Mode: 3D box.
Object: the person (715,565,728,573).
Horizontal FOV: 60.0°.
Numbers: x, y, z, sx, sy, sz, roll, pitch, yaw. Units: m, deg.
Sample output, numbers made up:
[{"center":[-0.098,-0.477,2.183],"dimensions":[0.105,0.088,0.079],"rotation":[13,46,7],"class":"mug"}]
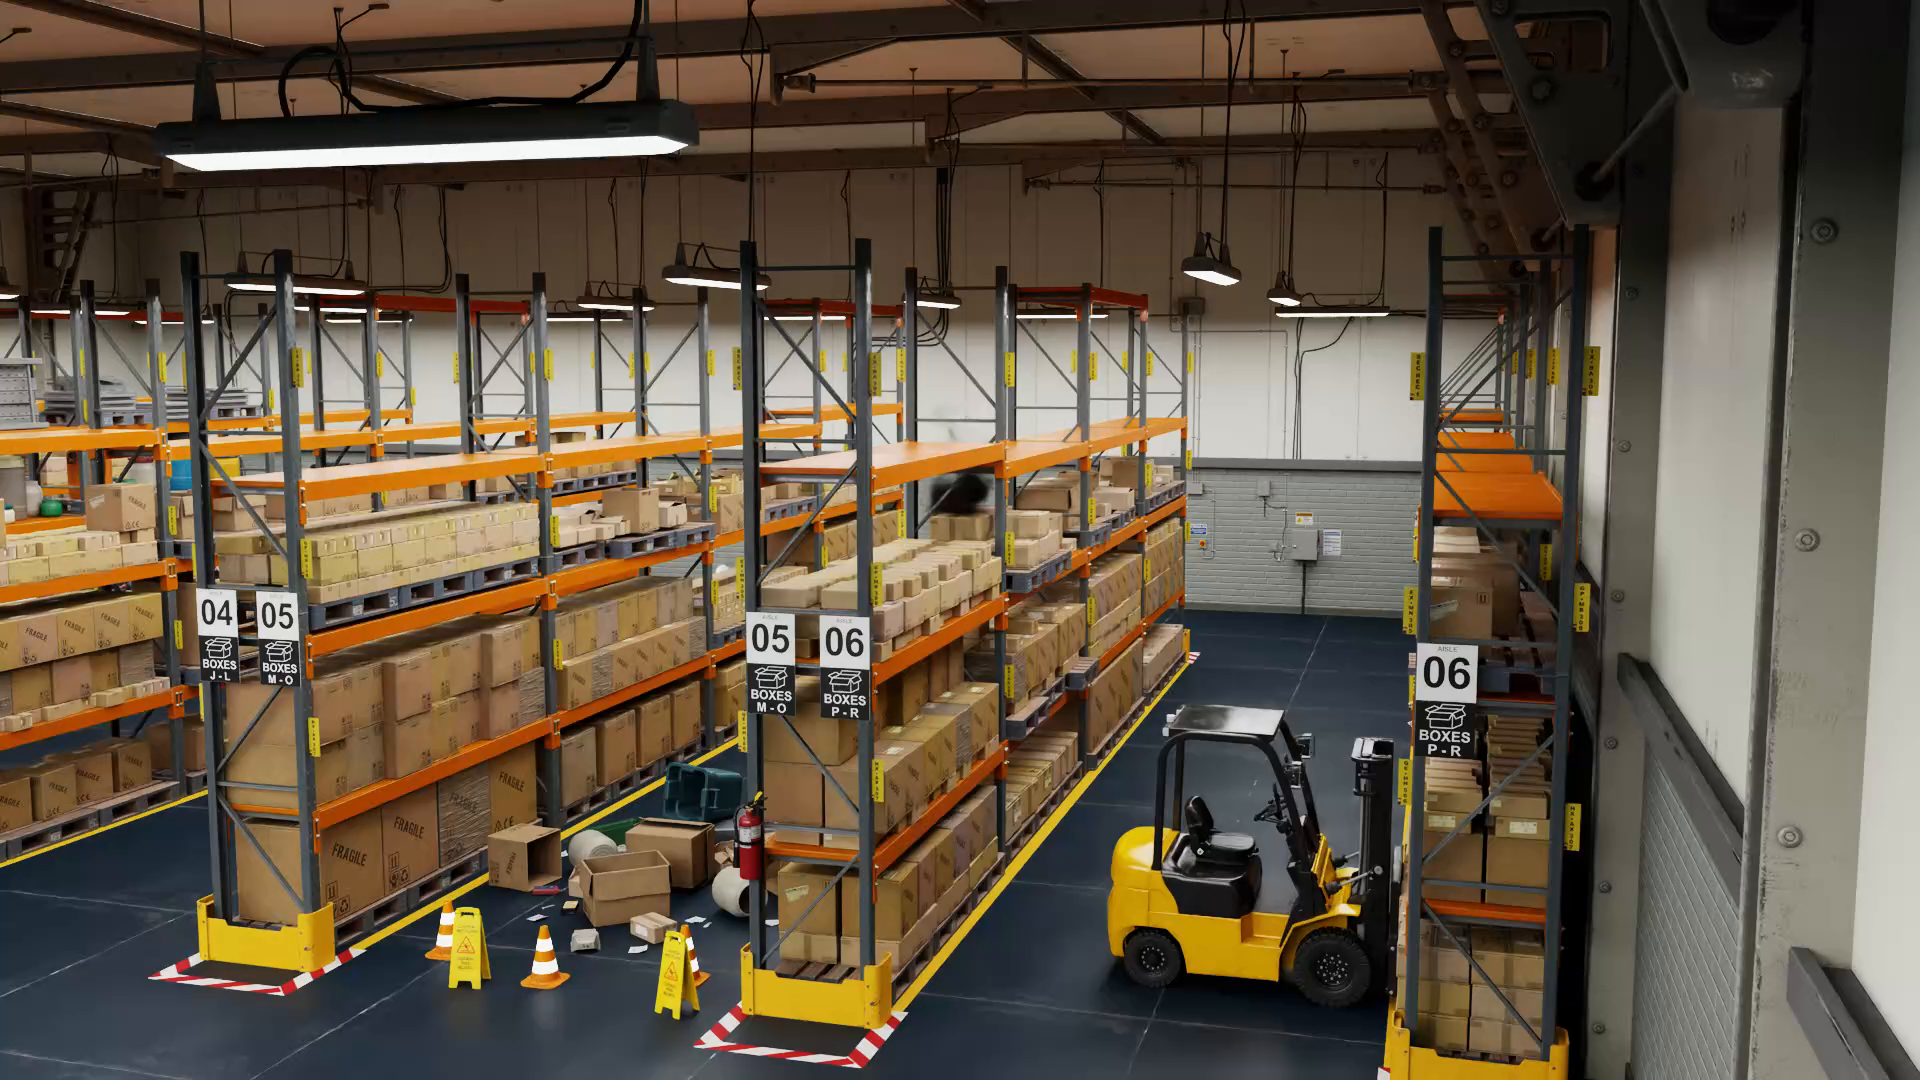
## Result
[{"center":[-3.825,1.235,27.777],"dimensions":[0.693,1.742,1.032],"rotation":[1,6,9],"class":"person"}]
